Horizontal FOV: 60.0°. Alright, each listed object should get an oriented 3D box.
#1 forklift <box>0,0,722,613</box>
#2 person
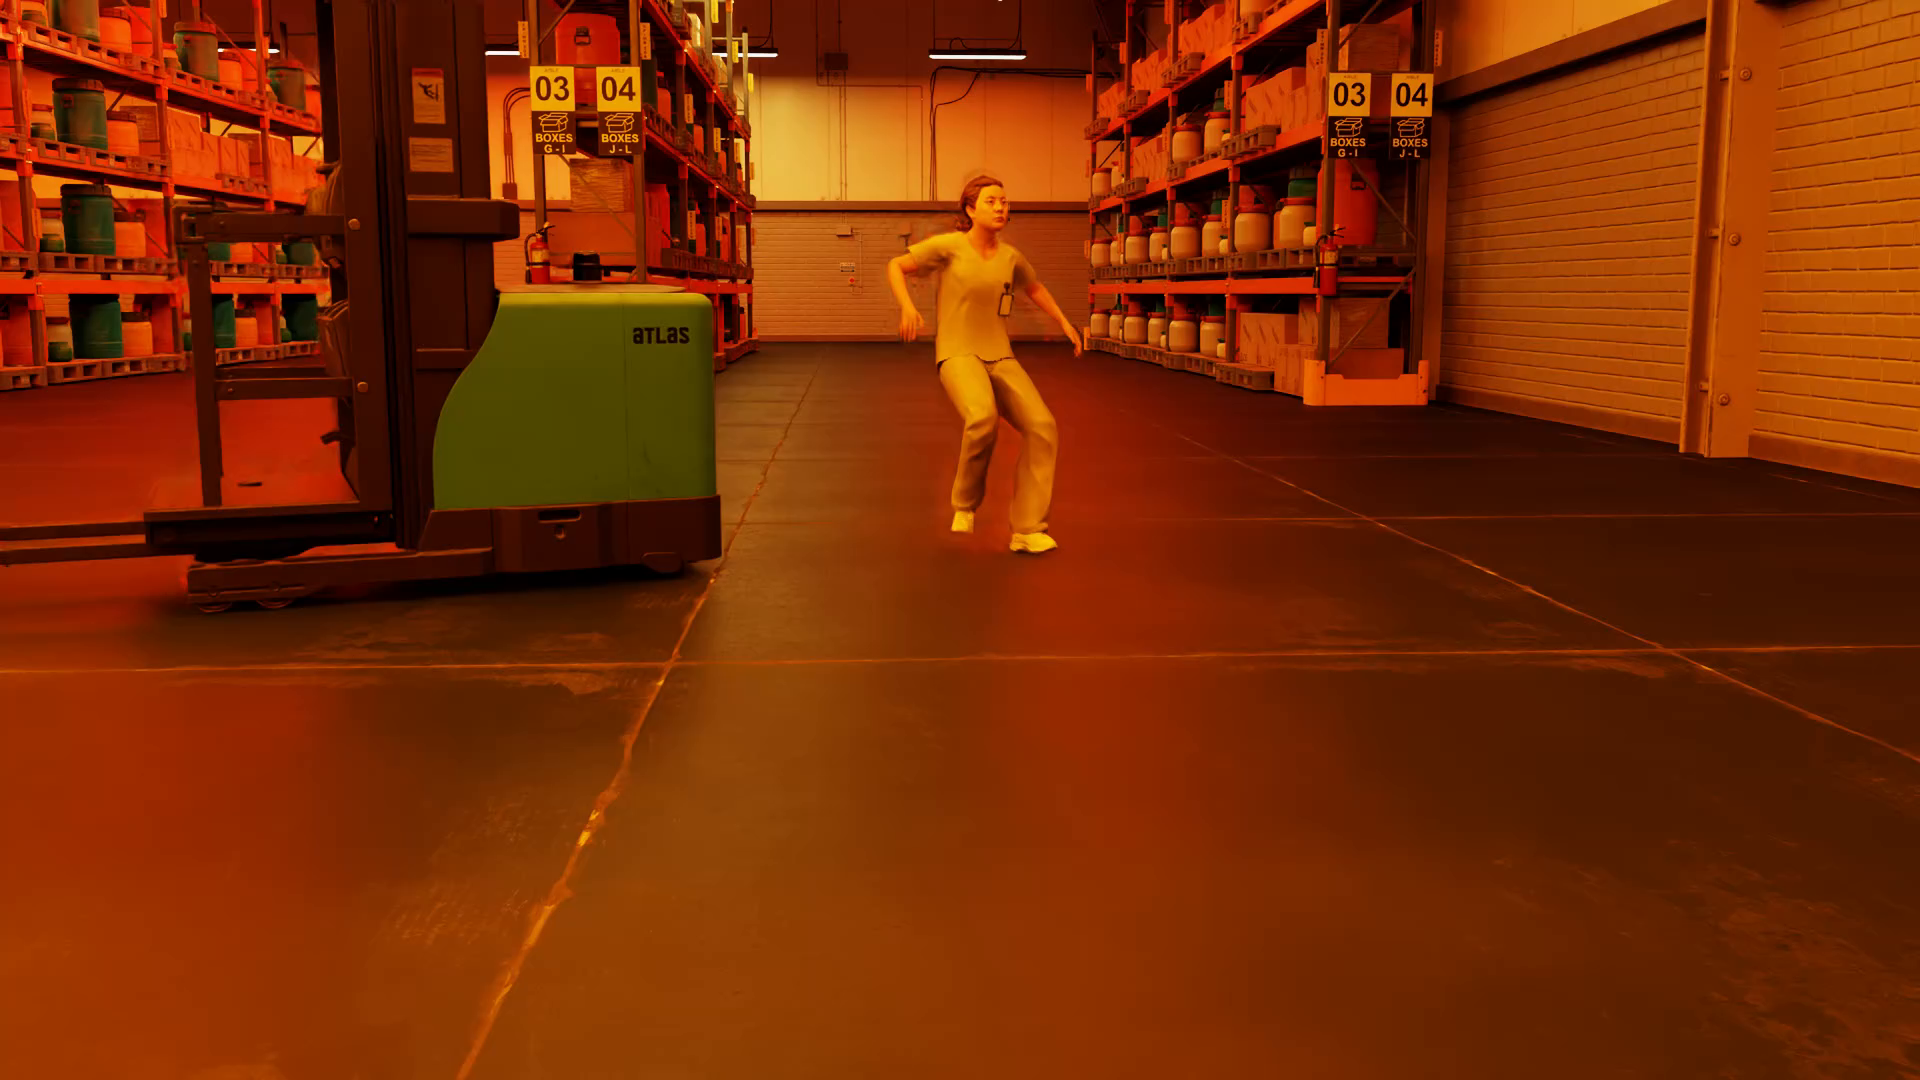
[{"bbox_3d":[-2.483,-1.290,6.019,3.031,2.935,1.130,-4,9,-23],"label":"forklift"},{"bbox_3d":[0.172,-0.735,6.953,0.902,1.564,0.681,-4,10,-27],"label":"person"}]
